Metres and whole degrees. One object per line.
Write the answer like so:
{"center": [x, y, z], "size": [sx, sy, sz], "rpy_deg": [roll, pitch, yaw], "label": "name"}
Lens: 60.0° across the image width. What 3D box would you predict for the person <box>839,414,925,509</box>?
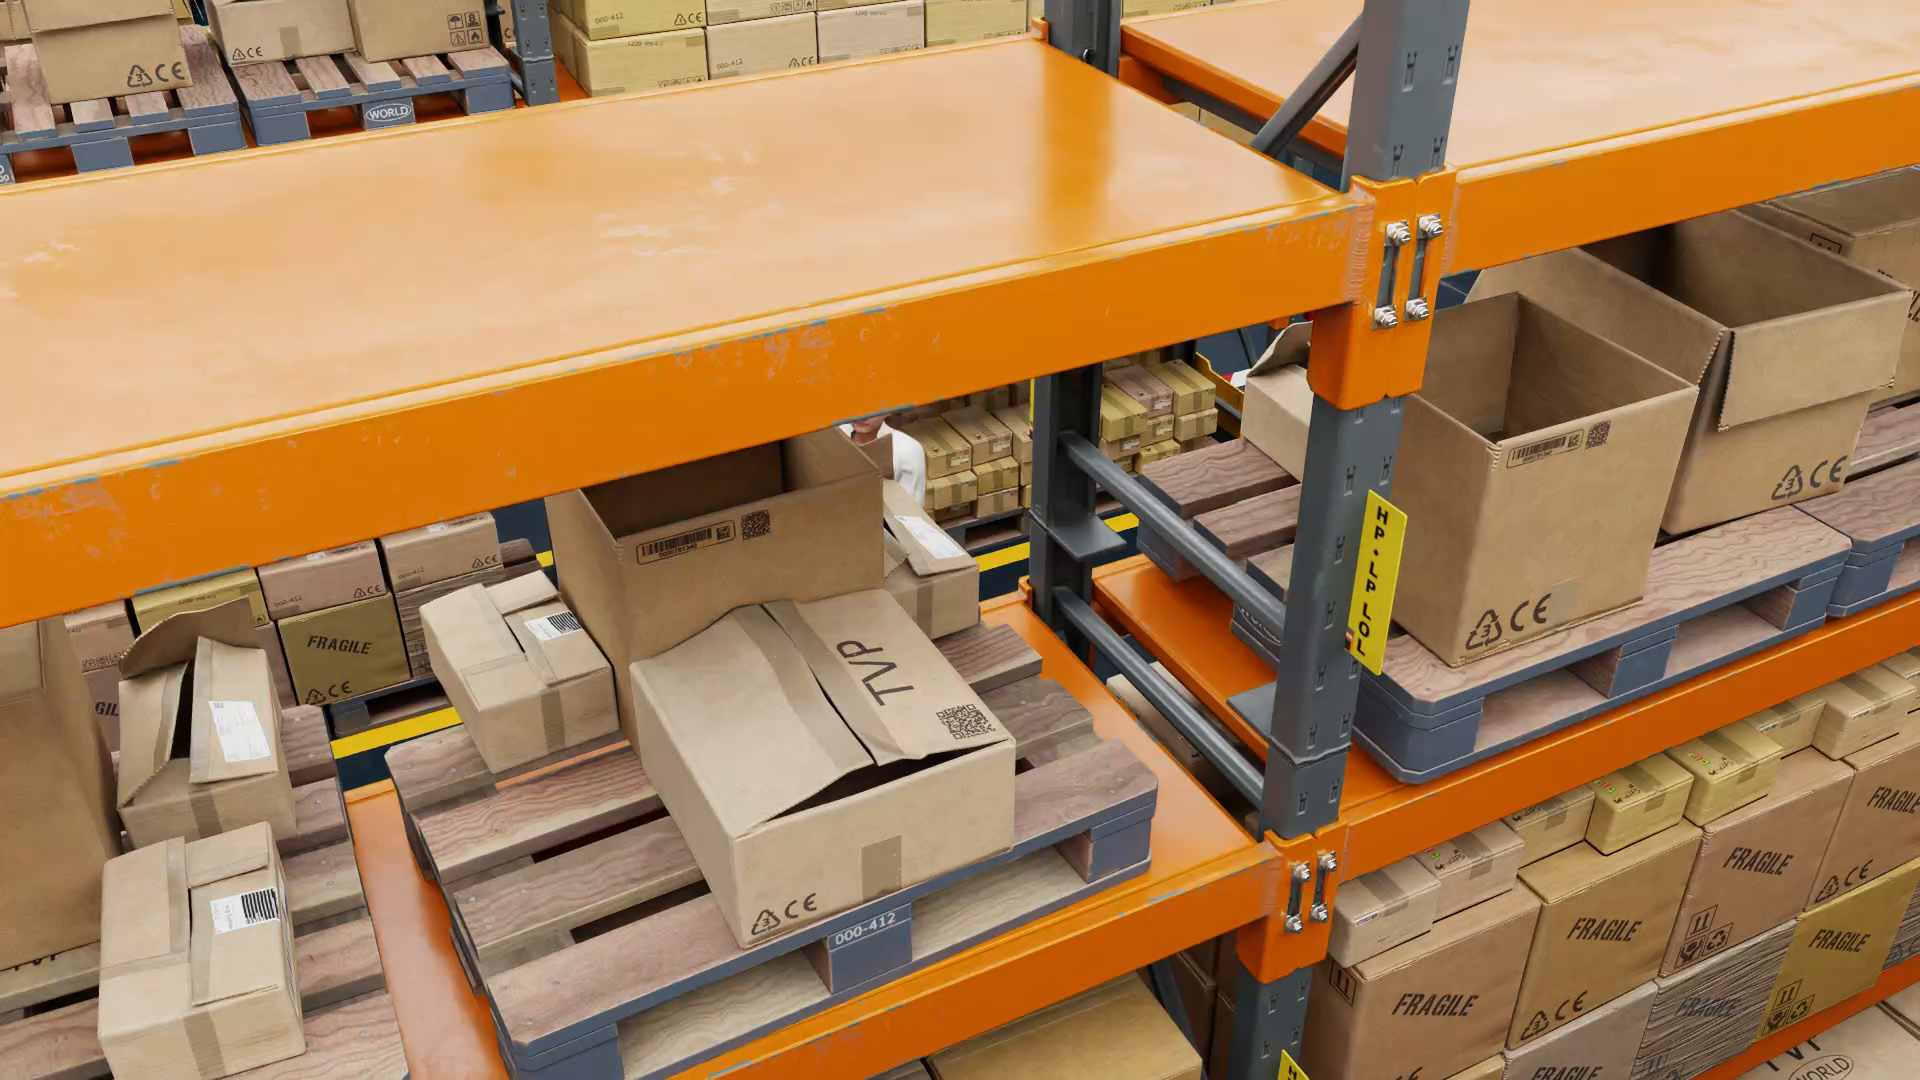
{"center": [-0.479, 0.123, 7.425], "size": [0.618, 1.785, 0.495], "rpy_deg": [10, 34, 15], "label": "person"}
